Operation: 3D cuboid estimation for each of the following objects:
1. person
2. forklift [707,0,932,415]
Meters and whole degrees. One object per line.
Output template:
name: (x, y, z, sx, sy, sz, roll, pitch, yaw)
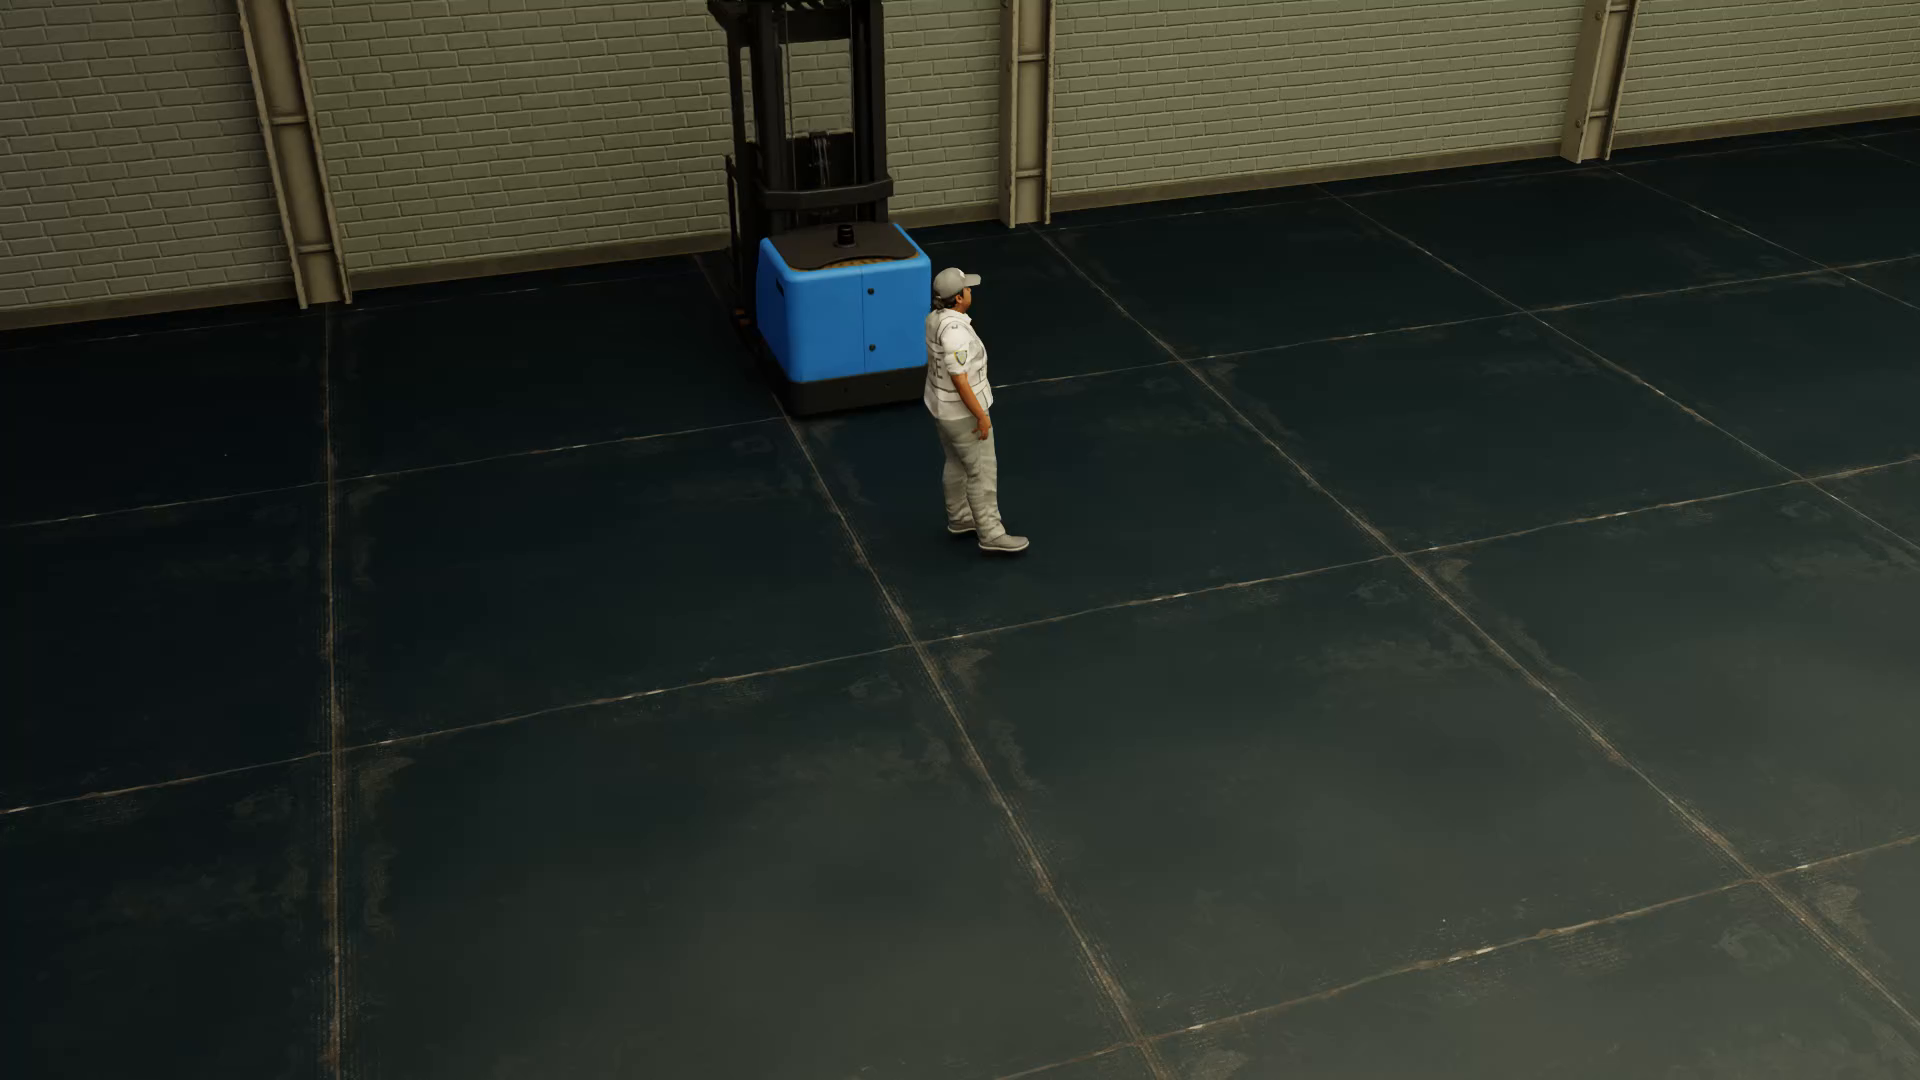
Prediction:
person: (0.080, -0.764, 9.589, 0.529, 1.670, 0.598, -10, 31, -16)
forklift: (-1.138, -2.848, 12.036, 1.130, 2.935, 3.031, -10, 31, -16)
